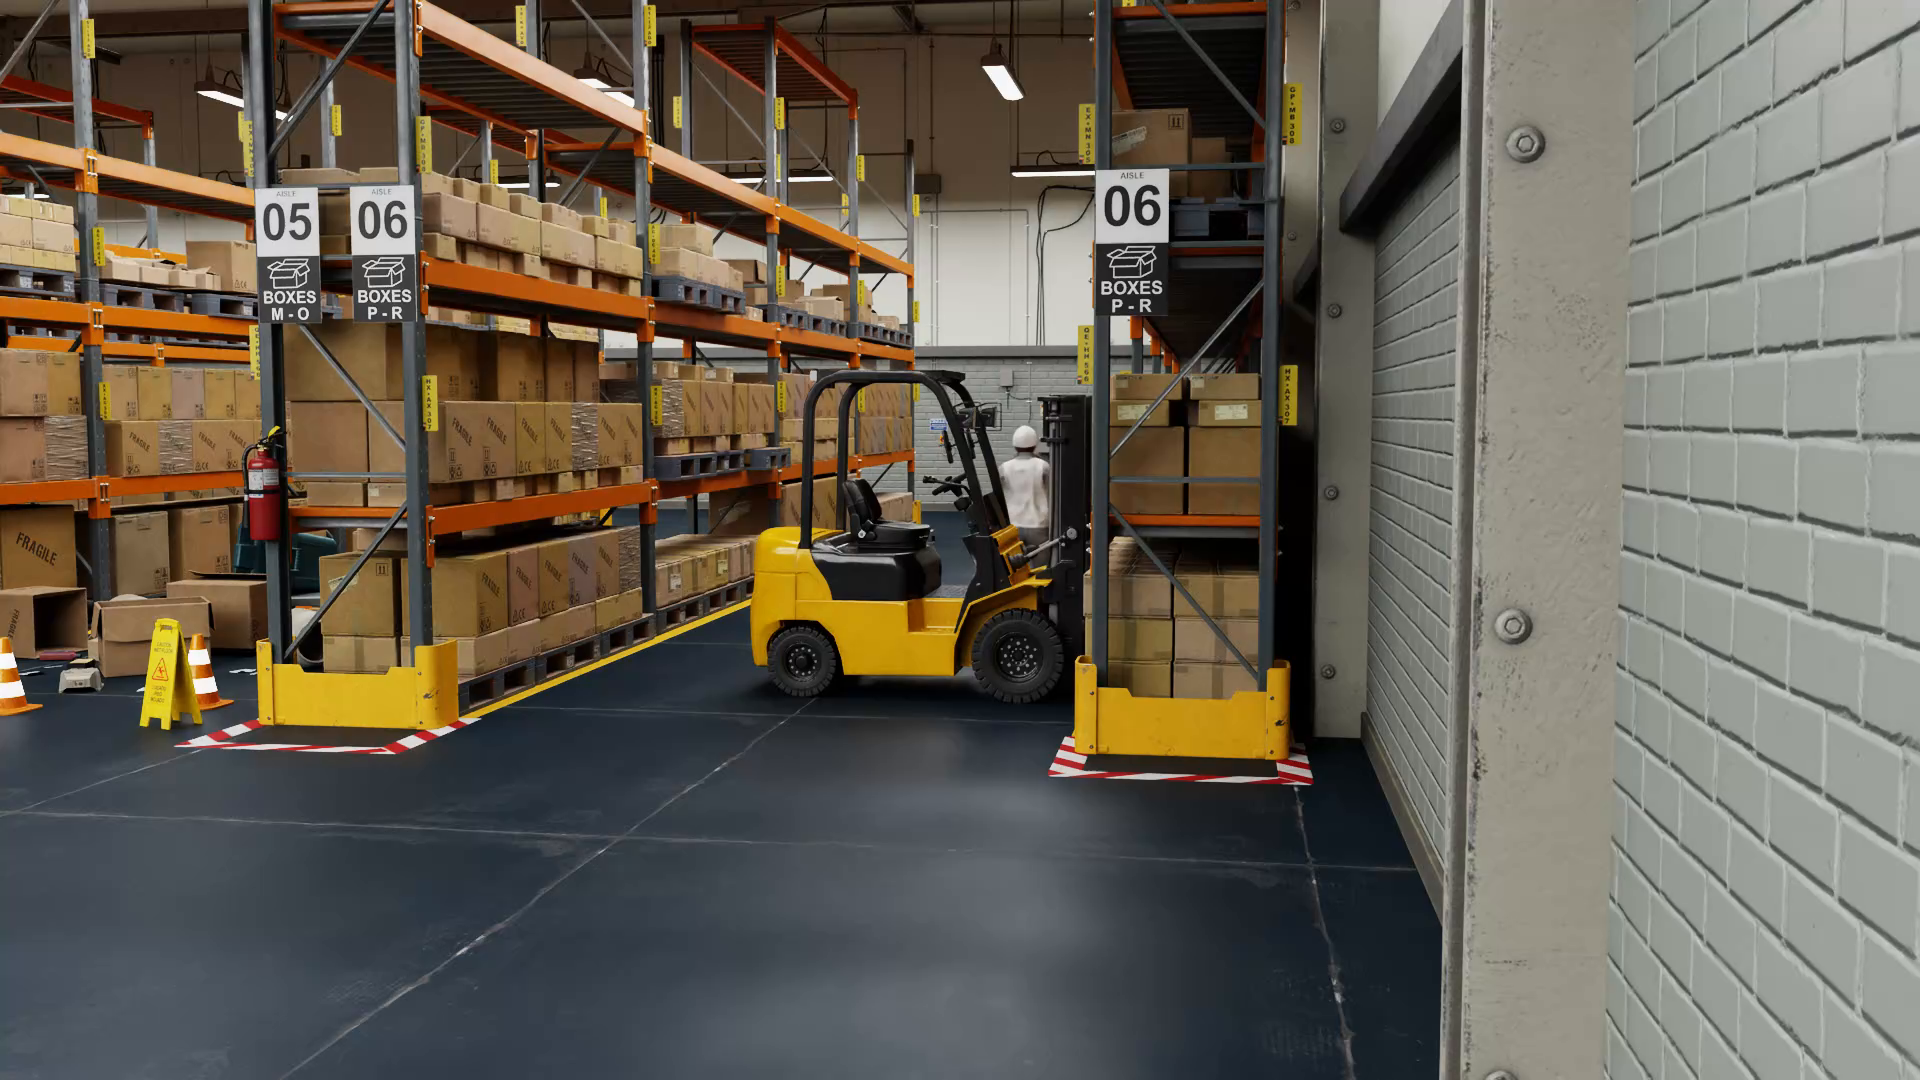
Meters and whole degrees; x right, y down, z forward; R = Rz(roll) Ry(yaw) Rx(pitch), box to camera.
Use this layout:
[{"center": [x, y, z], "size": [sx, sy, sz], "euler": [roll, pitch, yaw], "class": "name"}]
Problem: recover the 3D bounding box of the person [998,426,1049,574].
[{"center": [0.570, -0.107, 14.411], "size": [0.608, 1.762, 0.435], "euler": [1, 4, 10], "class": "person"}]
